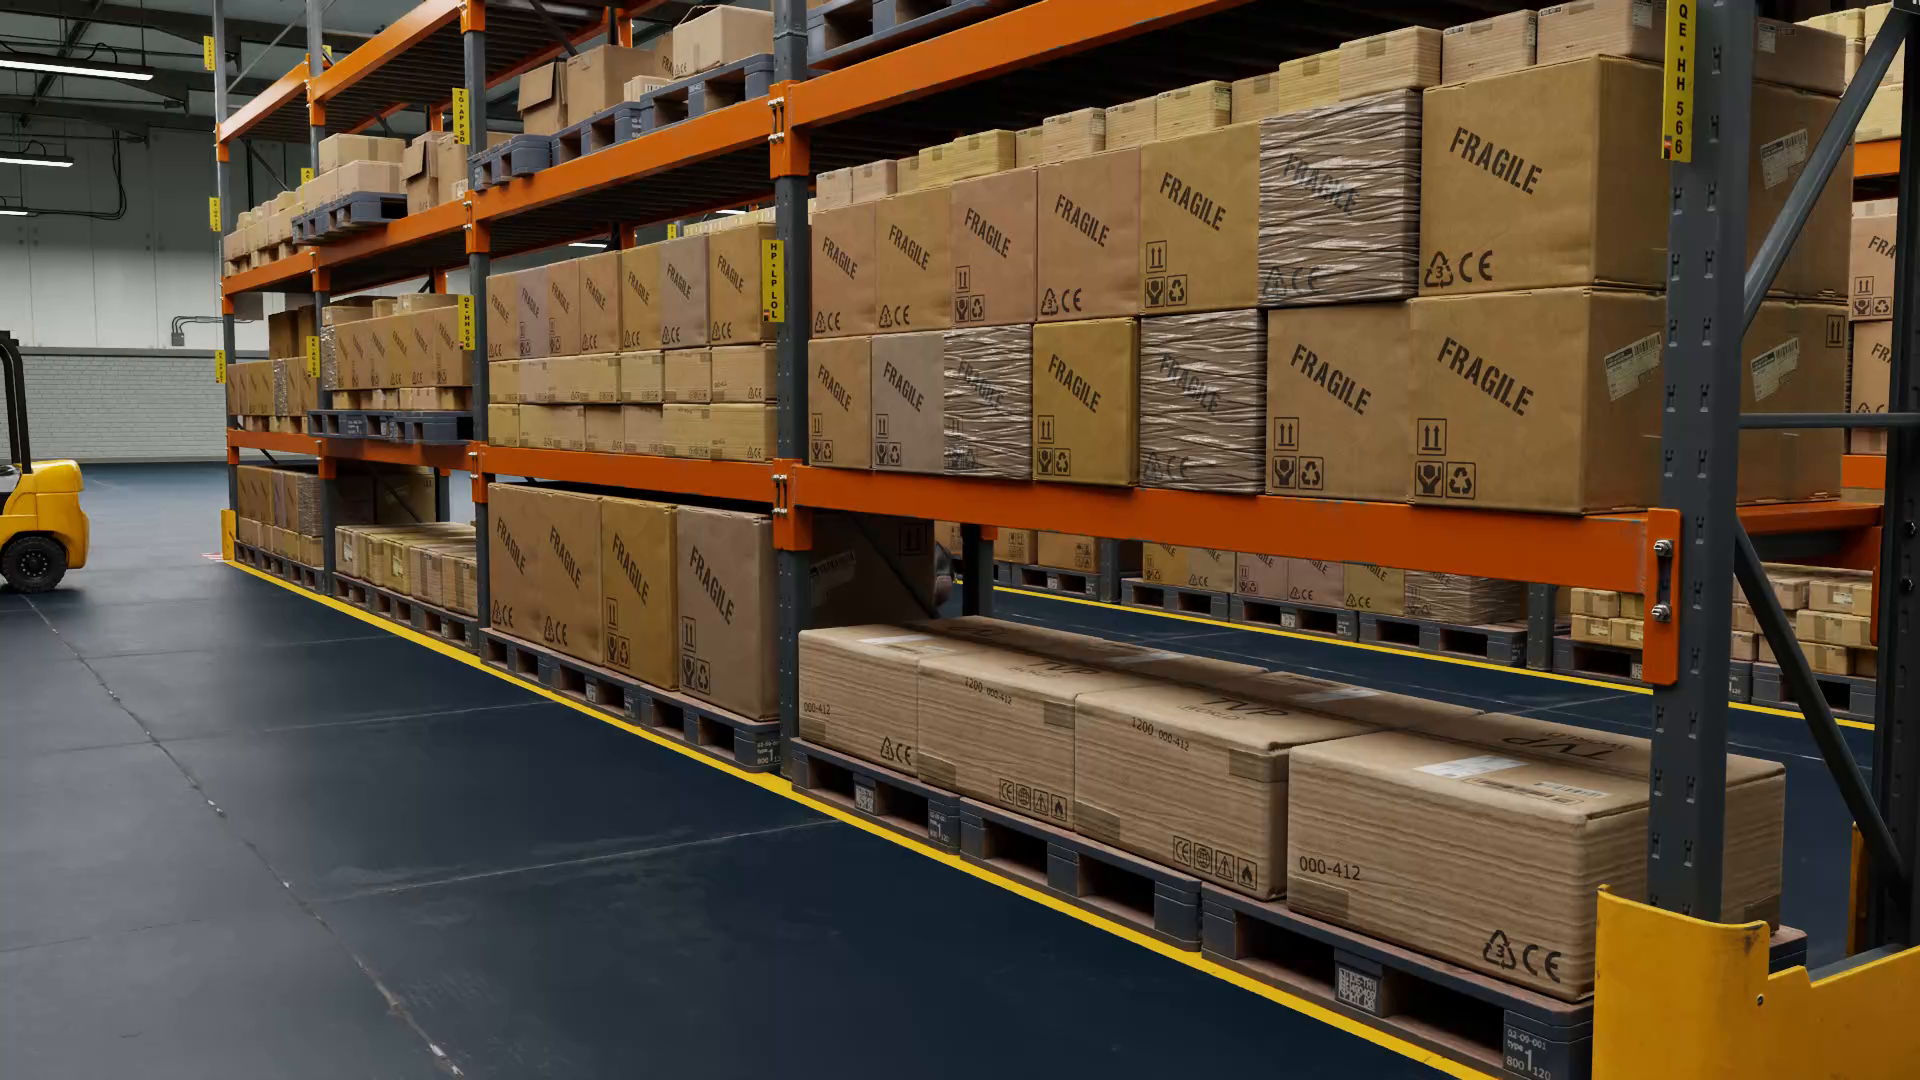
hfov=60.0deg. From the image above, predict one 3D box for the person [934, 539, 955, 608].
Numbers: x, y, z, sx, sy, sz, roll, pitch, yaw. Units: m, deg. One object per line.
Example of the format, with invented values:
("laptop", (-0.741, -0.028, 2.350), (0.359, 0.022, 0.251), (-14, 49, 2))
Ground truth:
("person", (-0.419, 0.288, 9.729), (0.509, 0.954, 0.888), (-3, 6, -35))
